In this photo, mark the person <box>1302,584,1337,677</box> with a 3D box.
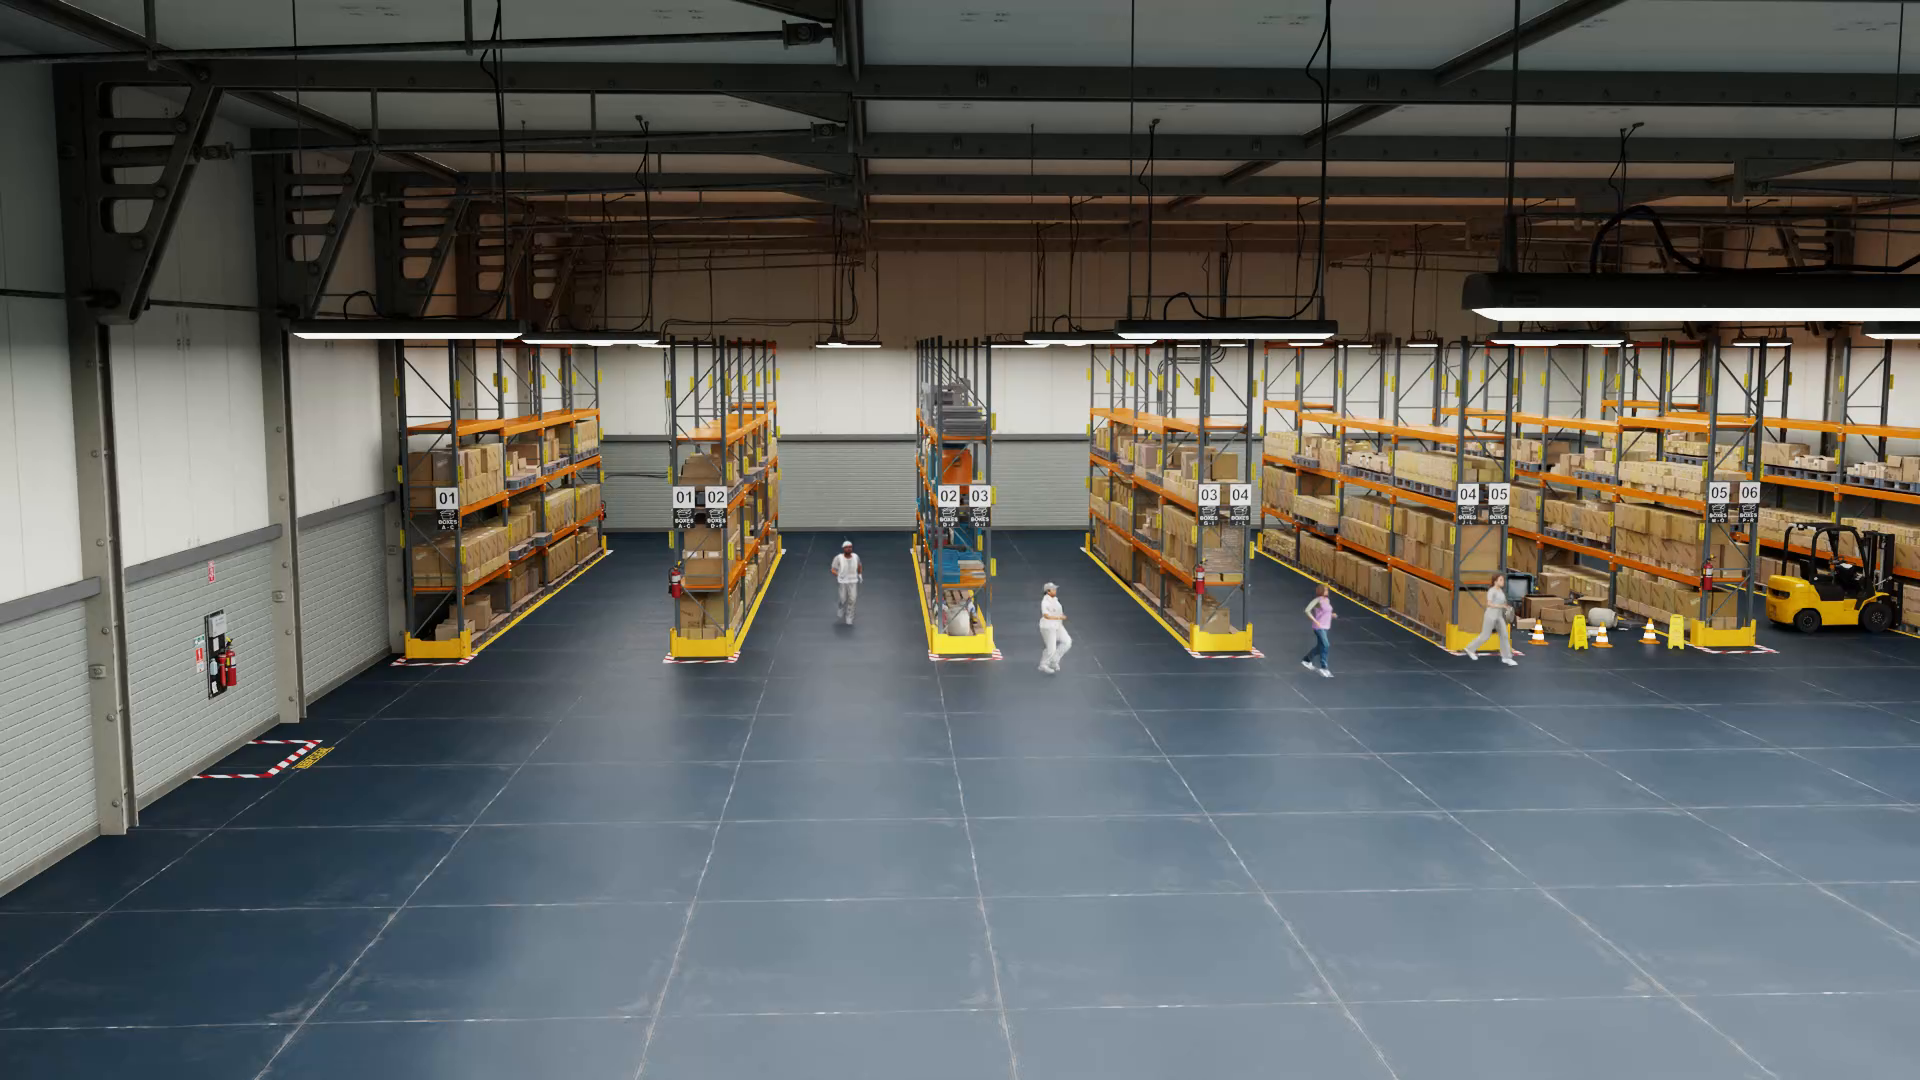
[{"bbox_3d":[6.369,1.600,29.477,0.648,1.651,0.544,5,8,37],"label":"person"}]

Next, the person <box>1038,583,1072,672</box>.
[{"bbox_3d":[1.647,1.562,29.557,0.593,1.632,0.612,4,8,34],"label":"person"}]

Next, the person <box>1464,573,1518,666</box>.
[{"bbox_3d":[9.724,1.425,30.374,0.539,1.658,0.993,-6,9,-42],"label":"person"}]

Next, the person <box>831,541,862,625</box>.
[{"bbox_3d":[-2.371,0.889,34.945,0.687,1.743,0.699,-2,7,-18],"label":"person"}]
